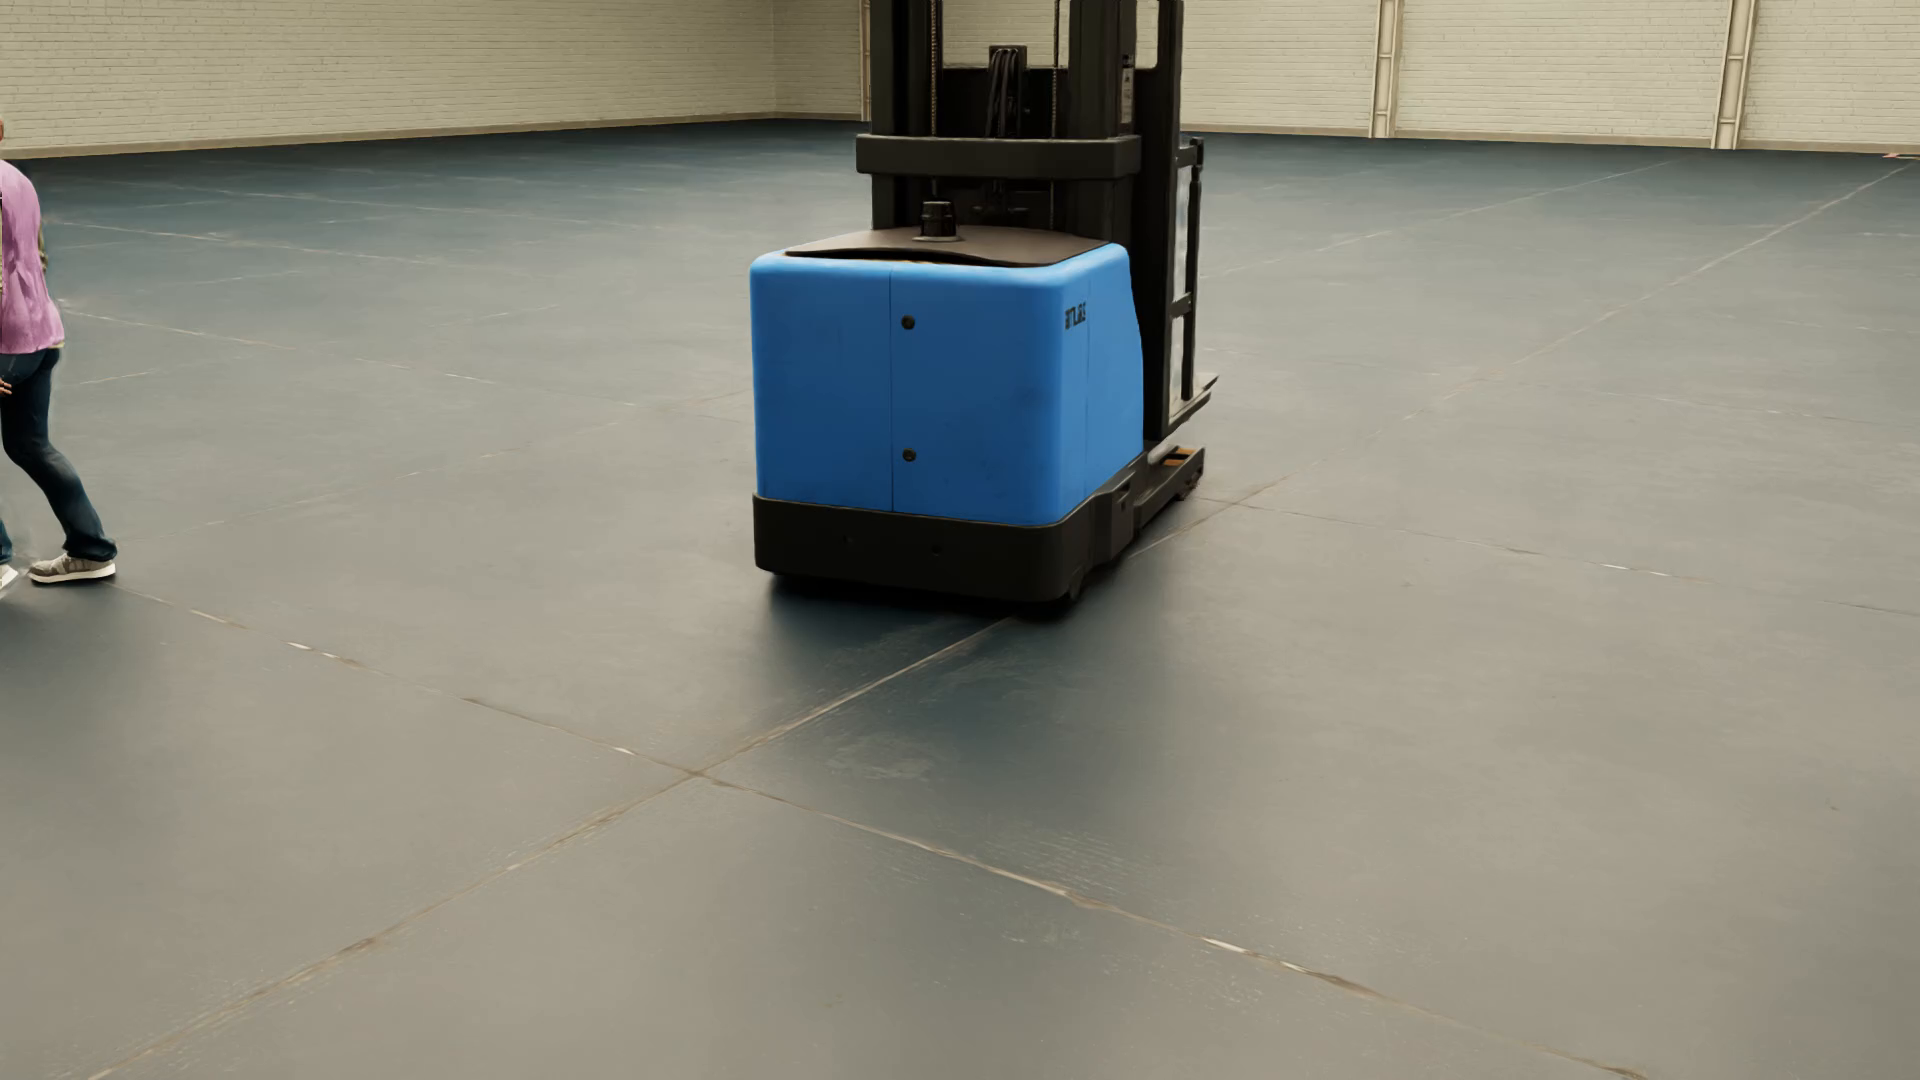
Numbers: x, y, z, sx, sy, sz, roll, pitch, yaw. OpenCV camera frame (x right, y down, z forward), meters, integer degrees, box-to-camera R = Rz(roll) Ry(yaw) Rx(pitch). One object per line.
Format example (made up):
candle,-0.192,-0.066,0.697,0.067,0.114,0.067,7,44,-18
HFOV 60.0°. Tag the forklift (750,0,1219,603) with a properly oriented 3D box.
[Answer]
forklift,0.337,-1.593,6.160,1.130,2.935,3.031,6,18,20

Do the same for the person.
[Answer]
person,-3.009,-0.580,5.228,0.461,1.627,0.510,-2,17,-8
